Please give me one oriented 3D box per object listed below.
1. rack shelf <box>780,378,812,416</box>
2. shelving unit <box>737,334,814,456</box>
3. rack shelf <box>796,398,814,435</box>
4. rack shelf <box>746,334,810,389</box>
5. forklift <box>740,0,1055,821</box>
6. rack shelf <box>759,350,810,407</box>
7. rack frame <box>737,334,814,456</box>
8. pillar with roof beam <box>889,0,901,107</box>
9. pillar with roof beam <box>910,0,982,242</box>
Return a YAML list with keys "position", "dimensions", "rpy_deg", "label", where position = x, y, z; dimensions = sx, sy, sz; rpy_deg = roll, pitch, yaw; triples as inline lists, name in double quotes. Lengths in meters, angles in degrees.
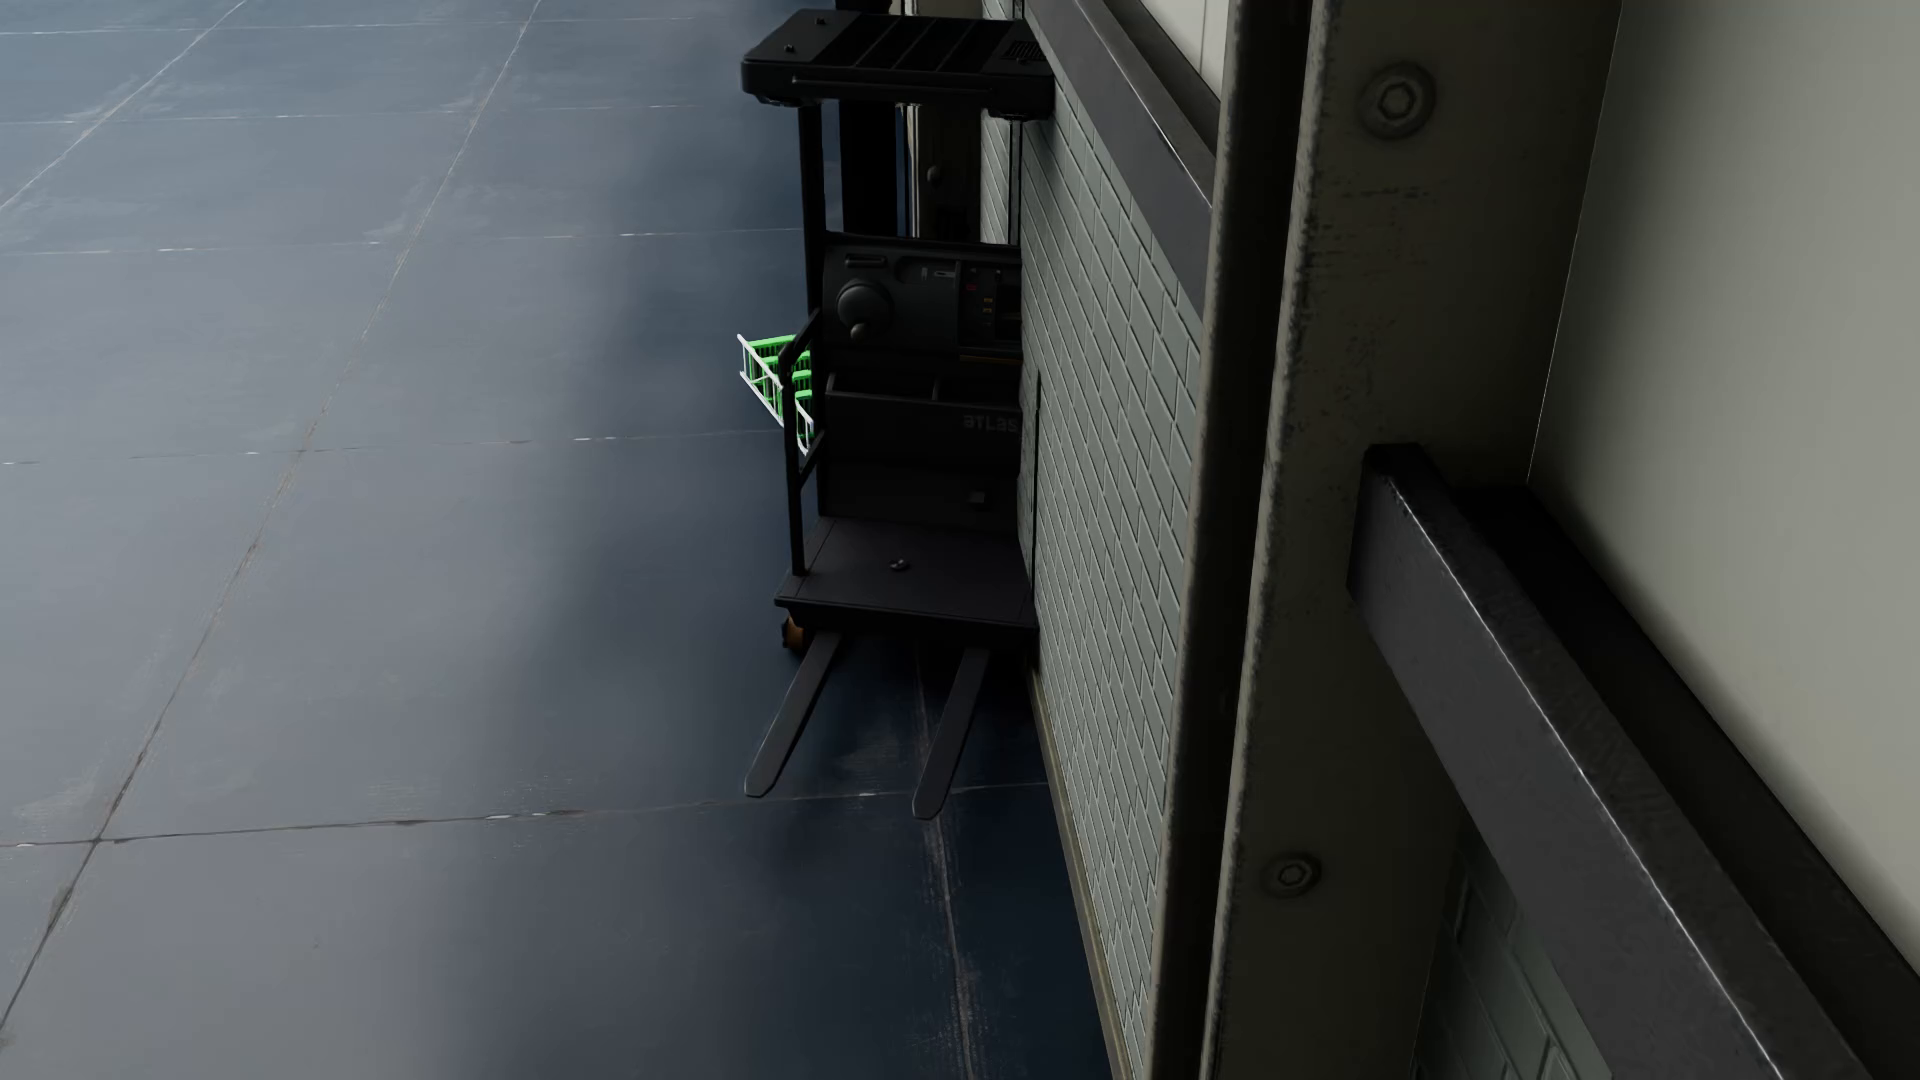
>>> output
- position: [-0.737, -0.787, 8.793]
  dimensions: [0.442, 0.199, 0.029]
  rpy_deg: [-12, 32, -21]
  label: "rack shelf"
- position: [-0.751, -0.803, 8.821]
  dimensions: [0.503, 0.258, 1.200]
  rpy_deg: [-12, 32, -21]
  label: "shelving unit"
- position: [-0.639, -0.678, 8.602]
  dimensions: [0.442, 0.199, 0.029]
  rpy_deg: [-12, 32, -21]
  label: "rack shelf"
- position: [-0.920, -0.992, 9.151]
  dimensions: [0.480, 0.258, 0.148]
  rpy_deg: [-12, 32, -21]
  label: "rack shelf"
- position: [-0.127, -0.901, 6.400]
  dimensions: [1.130, 2.935, 3.031]
  rpy_deg: [6, 31, 10]
  label: "forklift"
- position: [-0.823, -0.883, 8.960]
  dimensions: [0.480, 0.258, 0.148]
  rpy_deg: [-12, 32, -21]
  label: "rack shelf"
- position: [-0.974, -0.754, 8.735]
  dimensions: [0.015, 0.240, 1.200]
  rpy_deg: [-12, 32, -21]
  label: "rack frame"
- position: [-4.911, -7.335, 11.255]
  dimensions: [9.100, 9.000, 0.400]
  rpy_deg: [-3, 31, -5]
  label: "pillar with roof beam"
- position: [-4.351, -4.272, 6.127]
  dimensions: [9.100, 9.000, 0.400]
  rpy_deg: [-3, 31, -5]
  label: "pillar with roof beam"
